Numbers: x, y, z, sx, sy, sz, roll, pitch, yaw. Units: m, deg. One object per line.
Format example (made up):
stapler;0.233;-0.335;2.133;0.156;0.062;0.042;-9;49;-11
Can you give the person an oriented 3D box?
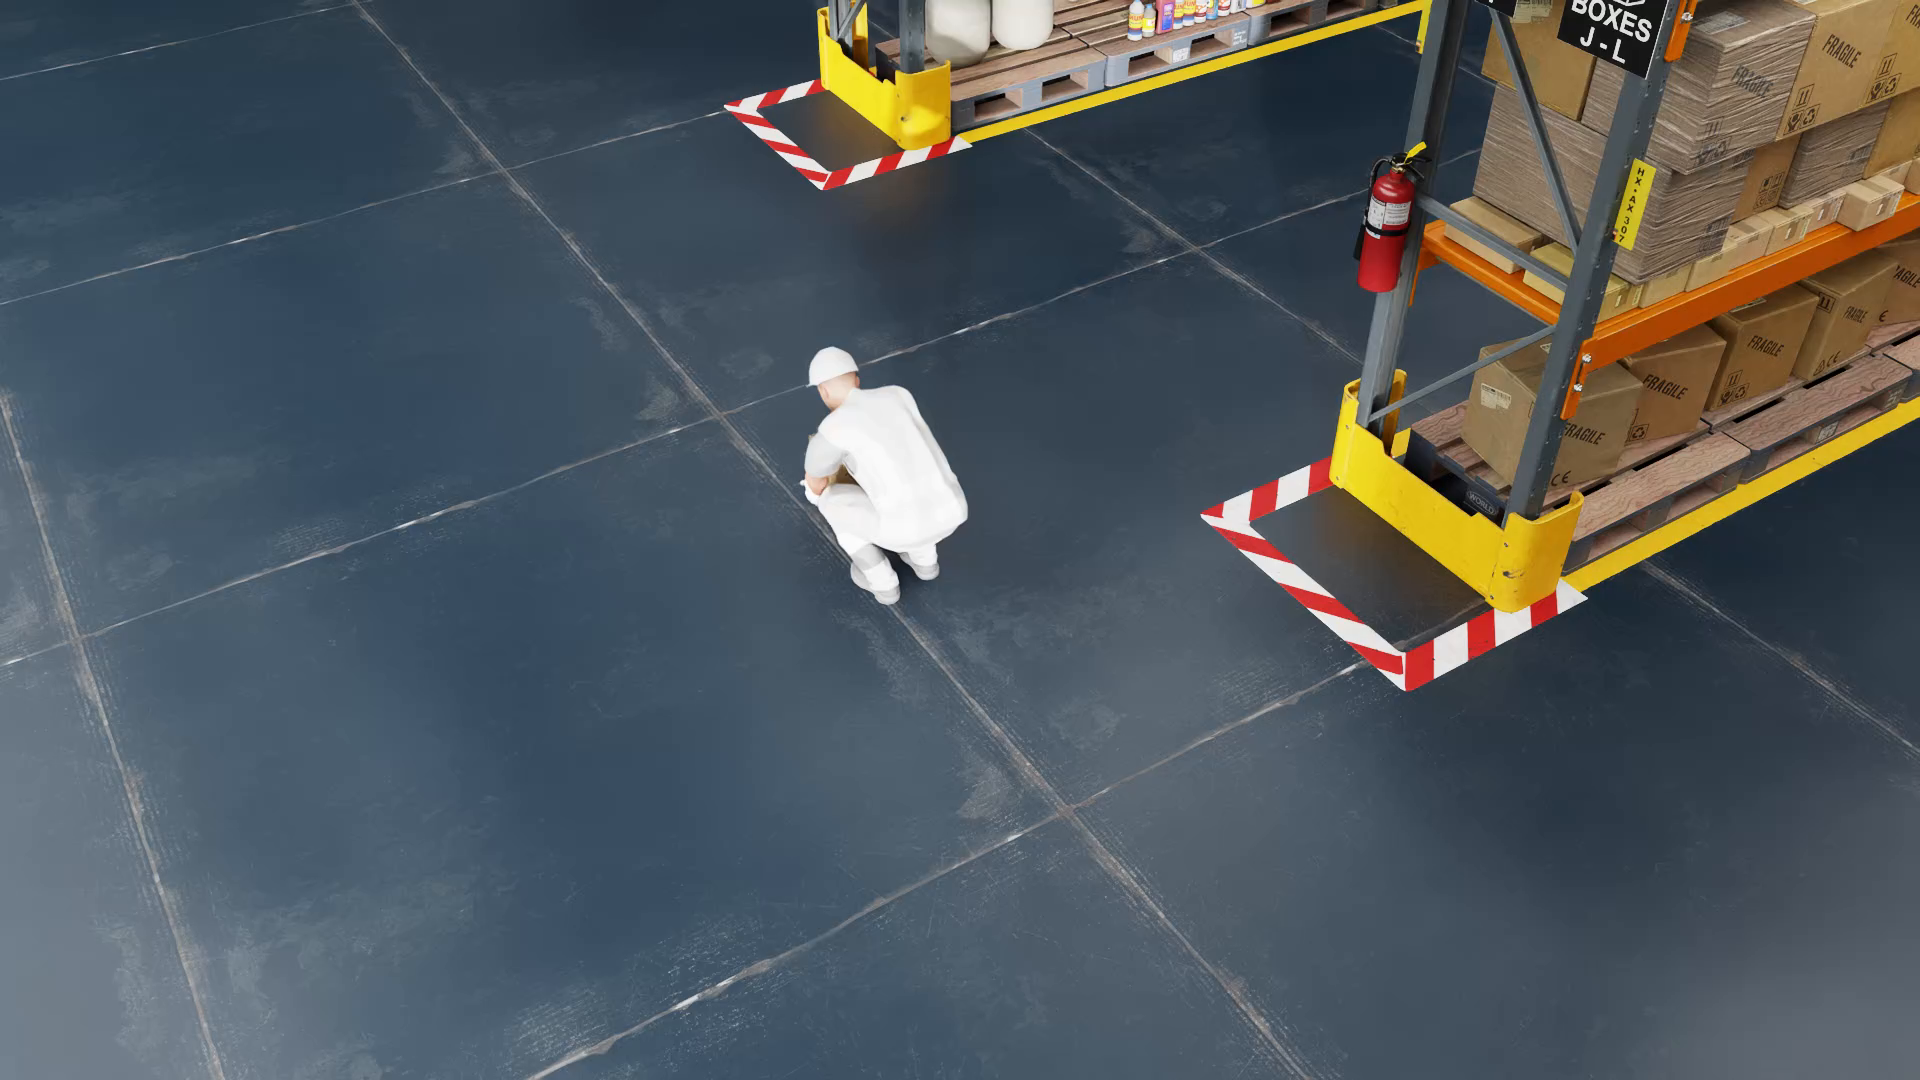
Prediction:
person;-0.349;-0.274;7.081;0.566;0.991;0.876;-22;45;-24
